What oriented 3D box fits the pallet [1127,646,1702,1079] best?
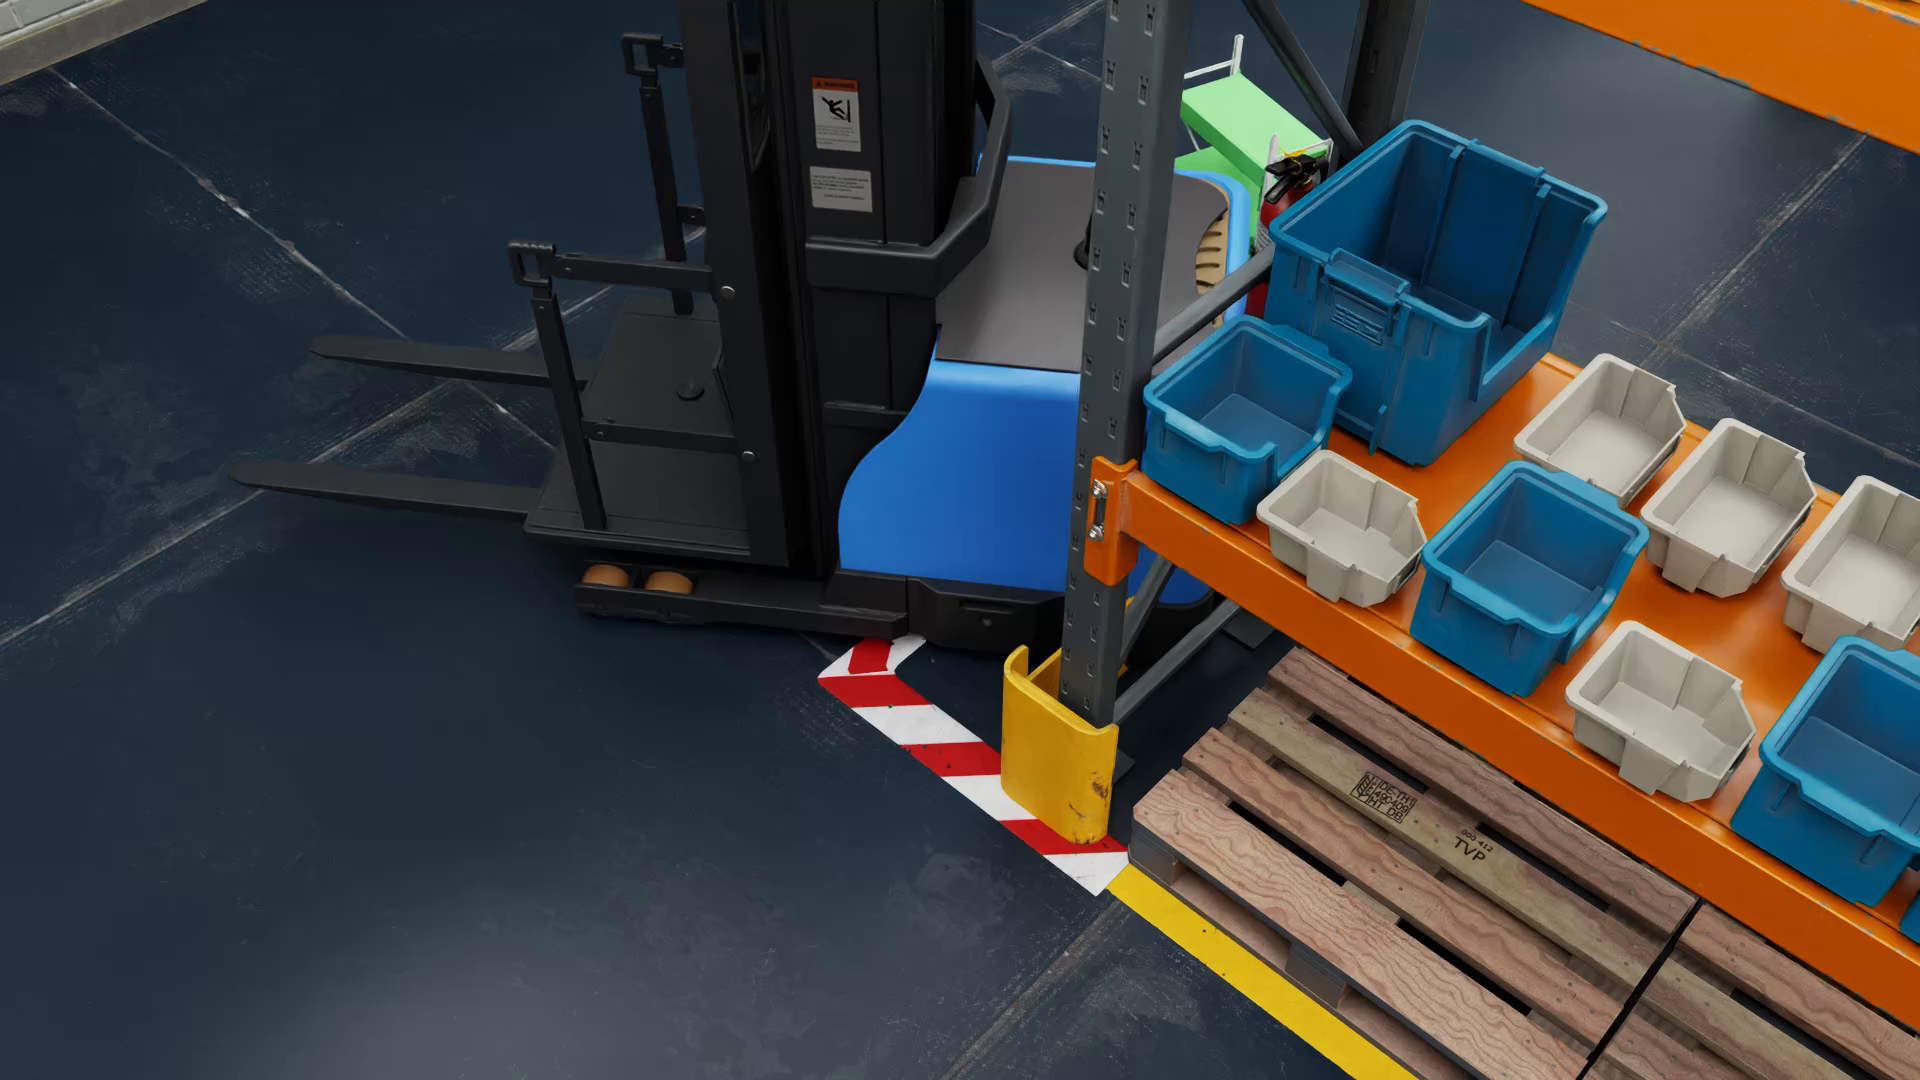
[{"bbox_3d":[1.214,0.806,4.348,1.213,0.211,1.003,34,55,28],"label":"pallet"}]

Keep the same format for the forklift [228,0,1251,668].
[{"bbox_3d":[-0.715,-1.126,4.297,3.031,2.935,1.130,6,47,6],"label":"forklift"}]

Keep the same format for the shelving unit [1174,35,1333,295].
[{"bbox_3d":[0.865,-0.920,5.290,0.258,1.200,0.503,-22,50,-19],"label":"shelving unit"}]

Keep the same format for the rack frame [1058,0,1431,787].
[{"bbox_3d":[0.634,-0.577,3.734,0.127,3.000,1.000,34,55,28],"label":"rack frame"}]

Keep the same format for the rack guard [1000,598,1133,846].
[{"bbox_3d":[0.608,0.274,4.650,0.348,0.500,1.175,34,55,28],"label":"rack guard"}]

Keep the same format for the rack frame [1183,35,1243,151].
[{"bbox_3d":[0.748,-1.076,5.437,0.240,1.200,0.015,-22,50,-19],"label":"rack frame"}]

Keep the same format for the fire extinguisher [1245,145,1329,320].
[{"bbox_3d":[0.832,-0.741,4.197,0.183,0.674,0.296,34,55,28],"label":"fire extinguisher"}]

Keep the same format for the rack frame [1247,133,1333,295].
[{"bbox_3d":[0.982,-0.764,5.144,0.240,1.200,0.015,-22,50,-19],"label":"rack frame"}]

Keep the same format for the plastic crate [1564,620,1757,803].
[{"bbox_3d":[1.271,0.329,3.023,0.298,0.136,0.250,34,55,28],"label":"plastic crate"}]

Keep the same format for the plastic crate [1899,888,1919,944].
[{"bbox_3d":[1.781,0.558,2.743,0.300,0.233,0.416,34,55,28],"label":"plastic crate"}]

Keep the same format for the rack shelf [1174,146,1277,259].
[{"bbox_3d":[0.865,-1.041,5.162,0.258,0.148,0.480,-22,50,-19],"label":"rack shelf"}]

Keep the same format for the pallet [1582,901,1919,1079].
[{"bbox_3d":[2.106,1.409,3.782,1.213,0.211,1.003,34,55,28],"label":"pallet"}]

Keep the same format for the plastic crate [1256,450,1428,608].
[{"bbox_3d":[0.772,-0.006,3.338,0.298,0.136,0.250,34,55,28],"label":"plastic crate"}]

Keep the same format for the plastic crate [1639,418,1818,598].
[{"bbox_3d":[1.560,-0.050,3.379,0.243,0.136,0.396,34,55,28],"label":"plastic crate"}]

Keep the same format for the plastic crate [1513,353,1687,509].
[{"bbox_3d":[1.357,-0.201,3.521,0.243,0.136,0.396,34,55,28],"label":"plastic crate"}]

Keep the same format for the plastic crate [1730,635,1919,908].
[{"bbox_3d":[1.560,0.409,2.882,0.300,0.233,0.416,34,55,28],"label":"plastic crate"}]

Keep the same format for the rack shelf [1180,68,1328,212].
[{"bbox_3d":[0.866,-1.205,4.987,0.258,0.148,0.480,-22,50,-19],"label":"rack shelf"}]

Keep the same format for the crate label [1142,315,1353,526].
[{"bbox_3d":[0.593,-0.242,3.493,0.303,0.233,0.416,34,55,28],"label":"crate label"}]

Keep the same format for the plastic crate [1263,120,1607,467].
[{"bbox_3d":[1.007,-0.544,3.638,0.499,0.435,0.616,34,55,28],"label":"plastic crate"}]

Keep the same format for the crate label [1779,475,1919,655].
[{"bbox_3d":[1.781,0.075,3.262,0.243,0.136,0.396,34,55,28],"label":"crate label"}]

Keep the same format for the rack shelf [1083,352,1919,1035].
[{"bbox_3d":[2.104,0.658,3.068,4.000,0.370,1.077,34,55,28],"label":"rack shelf"}]

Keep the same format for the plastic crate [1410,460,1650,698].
[{"bbox_3d":[1.076,0.084,3.188,0.300,0.233,0.416,34,55,28],"label":"plastic crate"}]
